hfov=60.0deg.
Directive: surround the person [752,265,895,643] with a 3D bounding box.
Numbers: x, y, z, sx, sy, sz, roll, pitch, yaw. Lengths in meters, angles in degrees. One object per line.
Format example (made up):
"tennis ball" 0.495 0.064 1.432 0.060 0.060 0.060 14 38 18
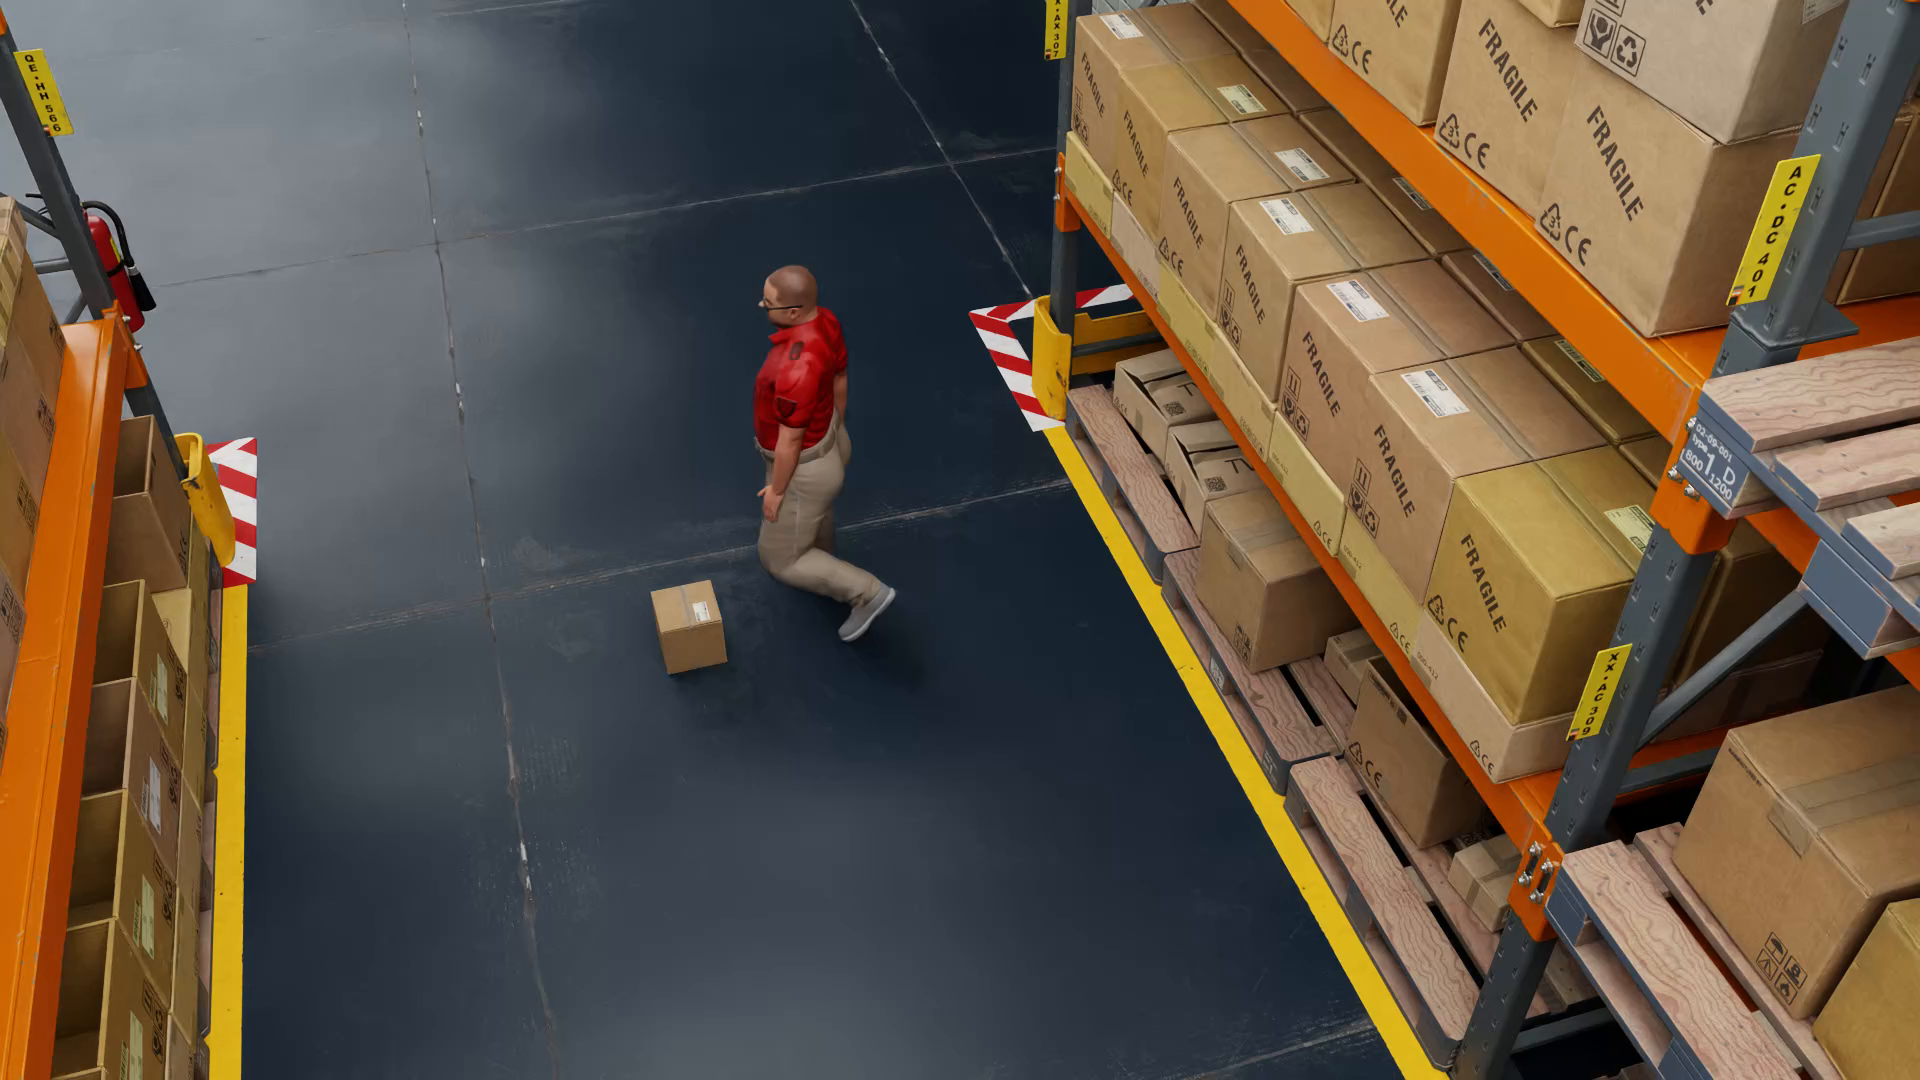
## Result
"person" -0.563 -0.339 6.528 0.634 1.721 0.653 4 42 5
